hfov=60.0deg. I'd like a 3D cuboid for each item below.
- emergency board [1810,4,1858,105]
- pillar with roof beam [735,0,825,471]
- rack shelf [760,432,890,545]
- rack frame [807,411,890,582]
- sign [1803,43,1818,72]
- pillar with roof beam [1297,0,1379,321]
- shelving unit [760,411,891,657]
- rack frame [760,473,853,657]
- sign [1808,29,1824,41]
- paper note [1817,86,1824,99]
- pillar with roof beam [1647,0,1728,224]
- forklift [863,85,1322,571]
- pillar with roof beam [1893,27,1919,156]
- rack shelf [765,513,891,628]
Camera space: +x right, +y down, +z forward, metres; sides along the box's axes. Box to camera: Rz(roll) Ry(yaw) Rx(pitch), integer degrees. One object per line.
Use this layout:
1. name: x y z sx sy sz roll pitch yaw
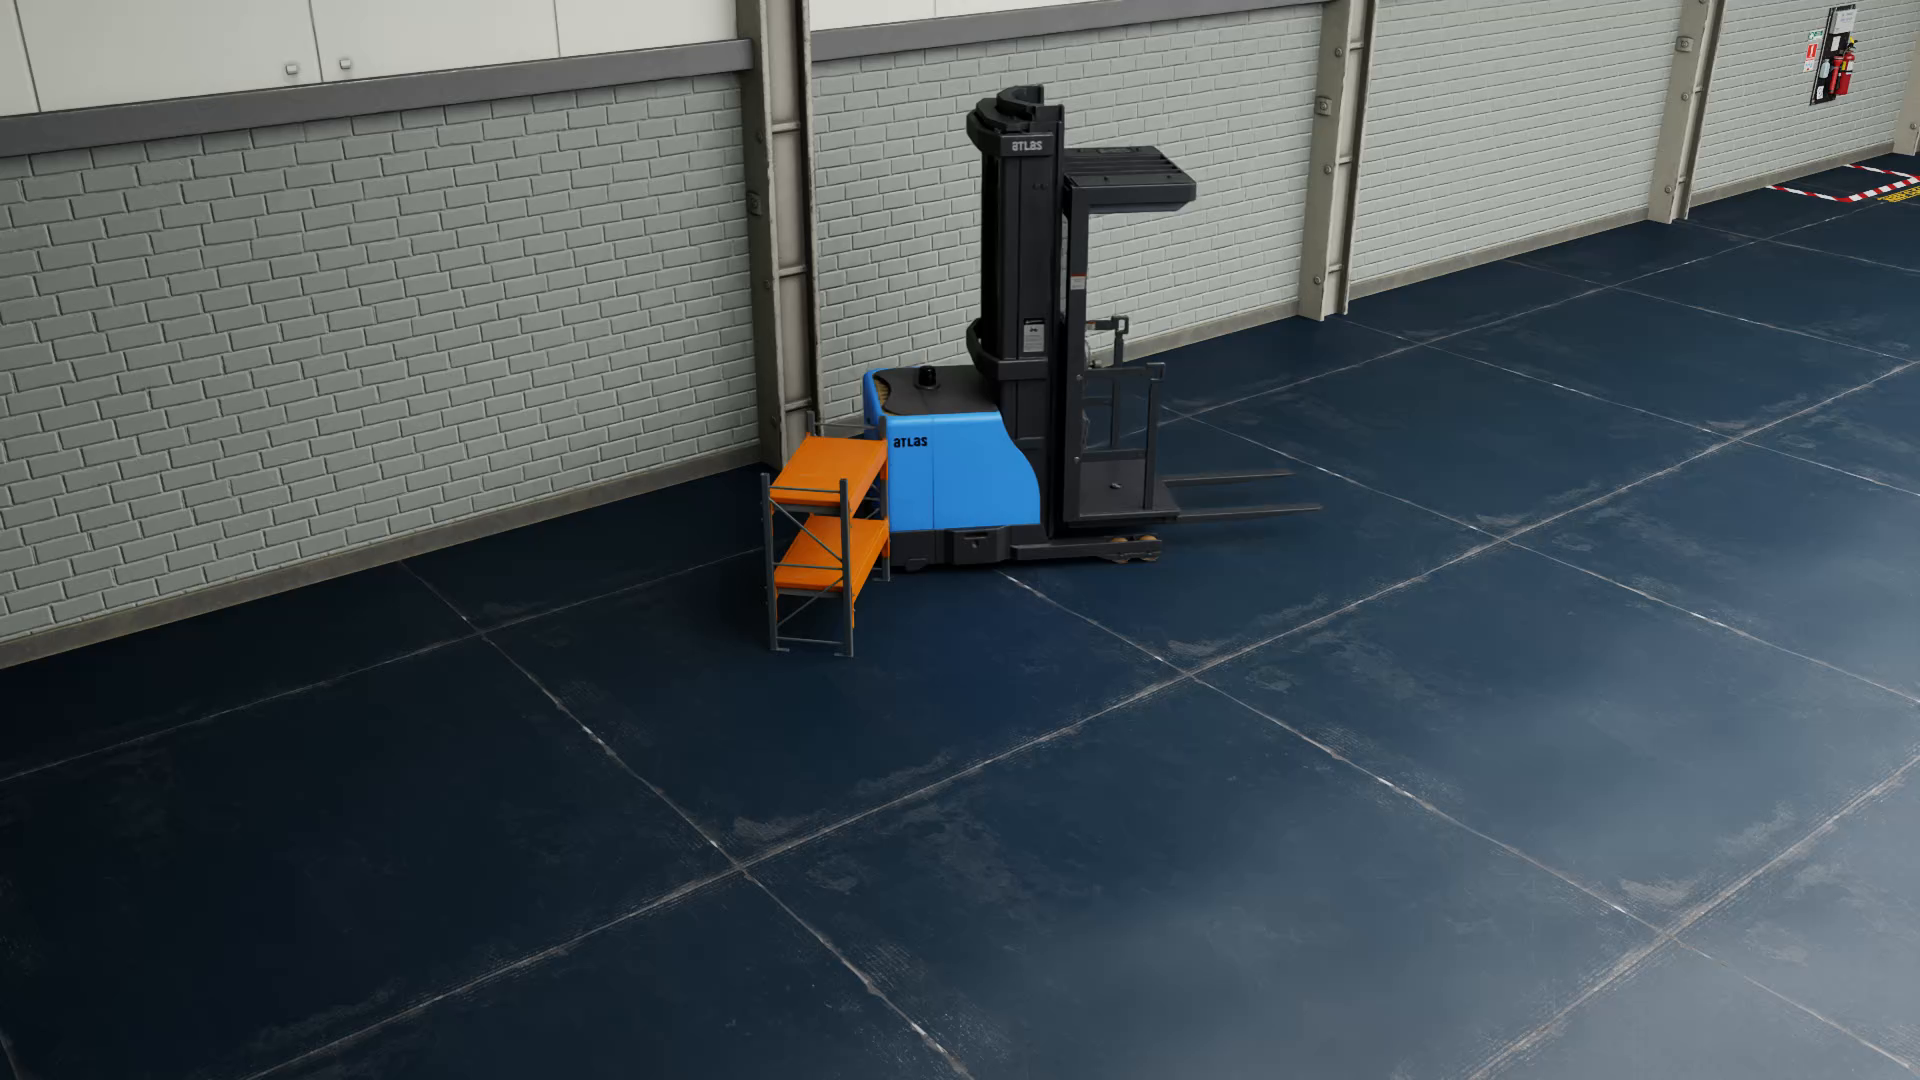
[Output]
1. emergency board: 10.936 -6.015 20.648 0.643 1.169 0.194 -18 31 -34
2. pillar with roof beam: 1.396 -3.264 7.593 0.400 9.000 9.100 -18 31 -34
3. rack shelf: -0.788 -0.321 9.911 0.538 0.278 1.000 4 25 9
4. rack frame: -0.700 -0.266 10.488 0.500 1.125 0.032 4 25 9
5. sign: 10.437 -5.922 20.404 0.234 0.329 0.001 -18 31 -34
6. pillar with roof beam: 6.118 -4.822 10.951 0.400 9.000 9.100 -18 31 -34
7. shelving unit: -0.788 -0.056 10.034 0.538 1.125 1.048 4 25 9
8. rack frame: -0.877 0.155 9.580 0.500 1.125 0.032 4 25 9
9. sign: 10.446 -6.161 20.289 0.331 0.109 0.001 -18 31 -34
10. paper note: 10.754 -5.593 20.783 0.142 0.148 0.016 -18 31 -34
11. pillar with roof beam: 10.839 -6.381 14.310 0.400 9.000 9.100 -18 31 -34
12. forklift: 0.893 -1.394 10.773 3.031 2.935 1.130 -3 25 -7
13. pillar with roof beam: 15.561 -7.940 17.668 0.400 9.000 9.100 -18 31 -34
14. rack shelf: -0.788 0.166 10.137 0.538 0.278 1.000 4 25 9
